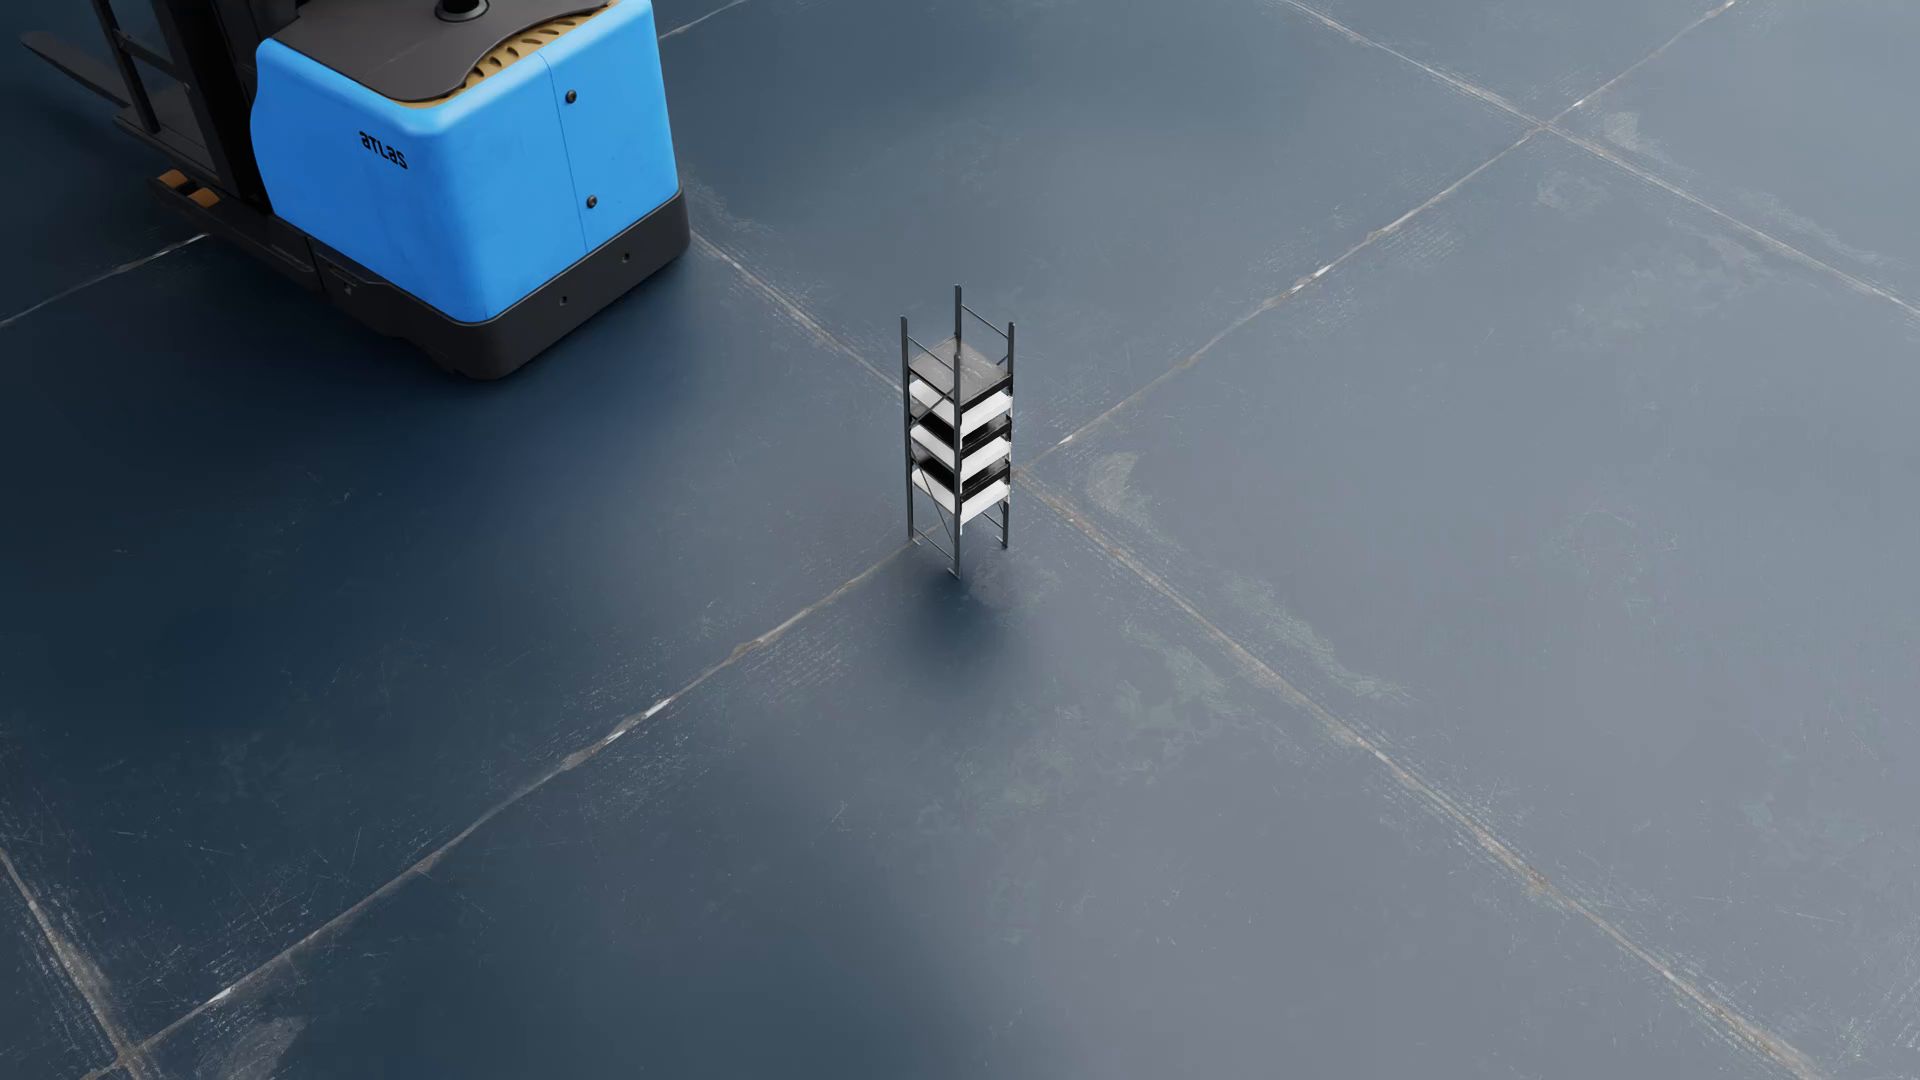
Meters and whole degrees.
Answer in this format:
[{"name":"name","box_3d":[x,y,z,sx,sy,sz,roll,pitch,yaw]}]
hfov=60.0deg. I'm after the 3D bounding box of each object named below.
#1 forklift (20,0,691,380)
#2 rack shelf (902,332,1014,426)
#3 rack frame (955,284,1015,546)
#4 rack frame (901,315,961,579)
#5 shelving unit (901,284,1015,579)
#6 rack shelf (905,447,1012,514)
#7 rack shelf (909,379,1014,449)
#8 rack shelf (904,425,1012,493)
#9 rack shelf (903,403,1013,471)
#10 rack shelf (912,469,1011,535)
[{"name":"forklift","box_3d":[-2.479,-2.439,5.506,3.031,2.935,1.130,29,54,24]},{"name":"rack shelf","box_3d":[-0.006,-0.462,4.742,0.200,0.077,0.258,-34,56,-27]},{"name":"rack frame","box_3d":[0.069,-0.351,4.962,0.006,0.900,0.240,-34,56,-27]},{"name":"rack frame","box_3d":[-0.081,-0.251,4.869,0.006,0.900,0.240,-34,56,-27]},{"name":"shelving unit","box_3d":[-0.006,-0.301,4.916,0.210,0.900,0.258,-34,56,-27]},{"name":"rack shelf","box_3d":[-0.006,-0.218,5.006,0.200,0.077,0.258,-34,56,-27]},{"name":"rack shelf","box_3d":[-0.006,-0.401,4.808,0.200,0.077,0.258,-34,56,-27]},{"name":"rack shelf","box_3d":[-0.006,-0.279,4.940,0.200,0.077,0.258,-34,56,-27]},{"name":"rack shelf","box_3d":[-0.006,-0.340,4.874,0.200,0.077,0.258,-34,56,-27]},{"name":"rack shelf","box_3d":[-0.006,-0.156,5.072,0.200,0.077,0.258,-34,56,-27]}]
